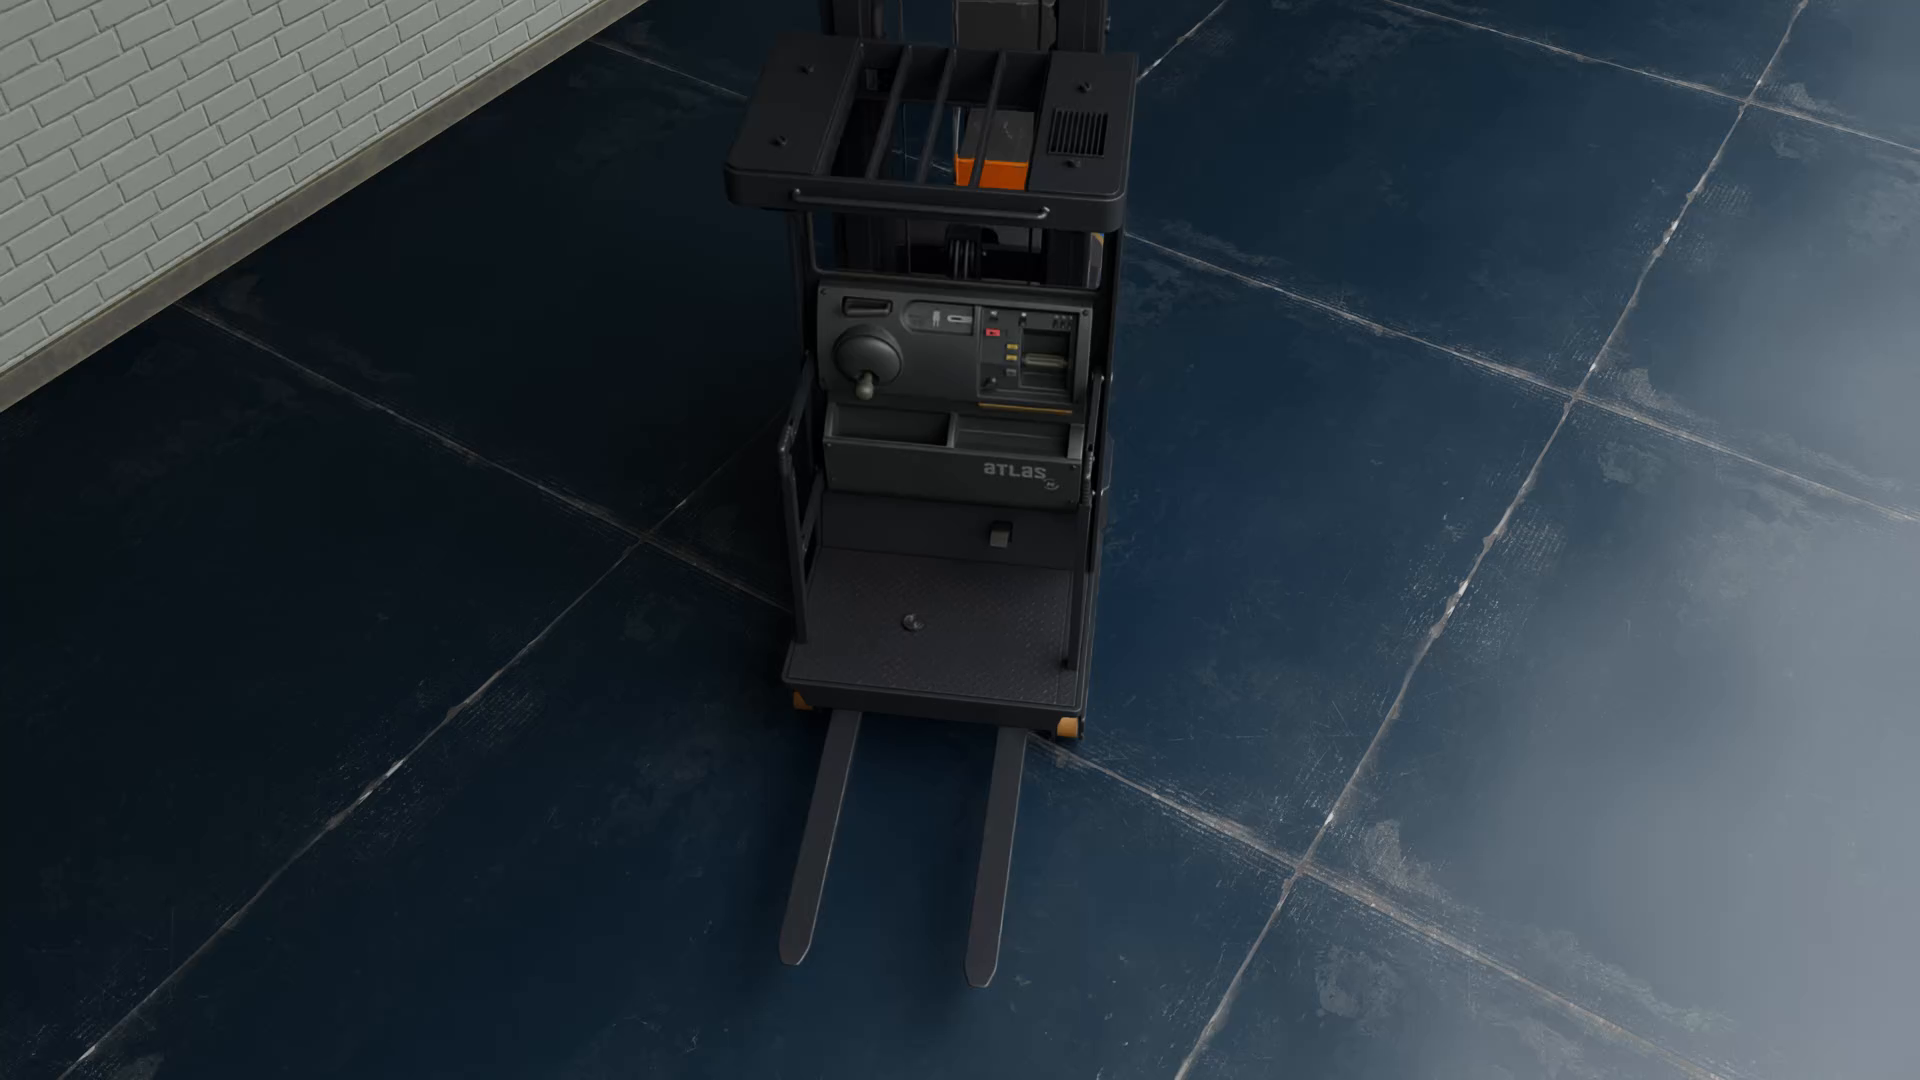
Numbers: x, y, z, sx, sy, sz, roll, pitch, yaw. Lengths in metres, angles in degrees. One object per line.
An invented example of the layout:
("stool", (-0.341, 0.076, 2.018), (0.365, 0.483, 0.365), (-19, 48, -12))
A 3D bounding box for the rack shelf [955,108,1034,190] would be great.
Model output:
("rack shelf", (0.246, -1.499, 6.983), (0.480, 0.518, 0.431), (5, 46, 5))

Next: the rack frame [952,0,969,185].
("rack frame", (0.004, -1.531, 6.996), (0.015, 2.100, 0.400), (5, 46, 5))

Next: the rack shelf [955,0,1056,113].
("rack shelf", (0.246, -1.987, 6.481), (0.480, 0.518, 0.431), (5, 46, 5))

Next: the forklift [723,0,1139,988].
("forklift", (-0.048, -0.552, 5.465), (1.130, 2.935, 3.031), (5, 46, 5))

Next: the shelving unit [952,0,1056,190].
("shelving unit", (0.246, -1.508, 6.973), (0.503, 2.100, 0.431), (5, 46, 5))
